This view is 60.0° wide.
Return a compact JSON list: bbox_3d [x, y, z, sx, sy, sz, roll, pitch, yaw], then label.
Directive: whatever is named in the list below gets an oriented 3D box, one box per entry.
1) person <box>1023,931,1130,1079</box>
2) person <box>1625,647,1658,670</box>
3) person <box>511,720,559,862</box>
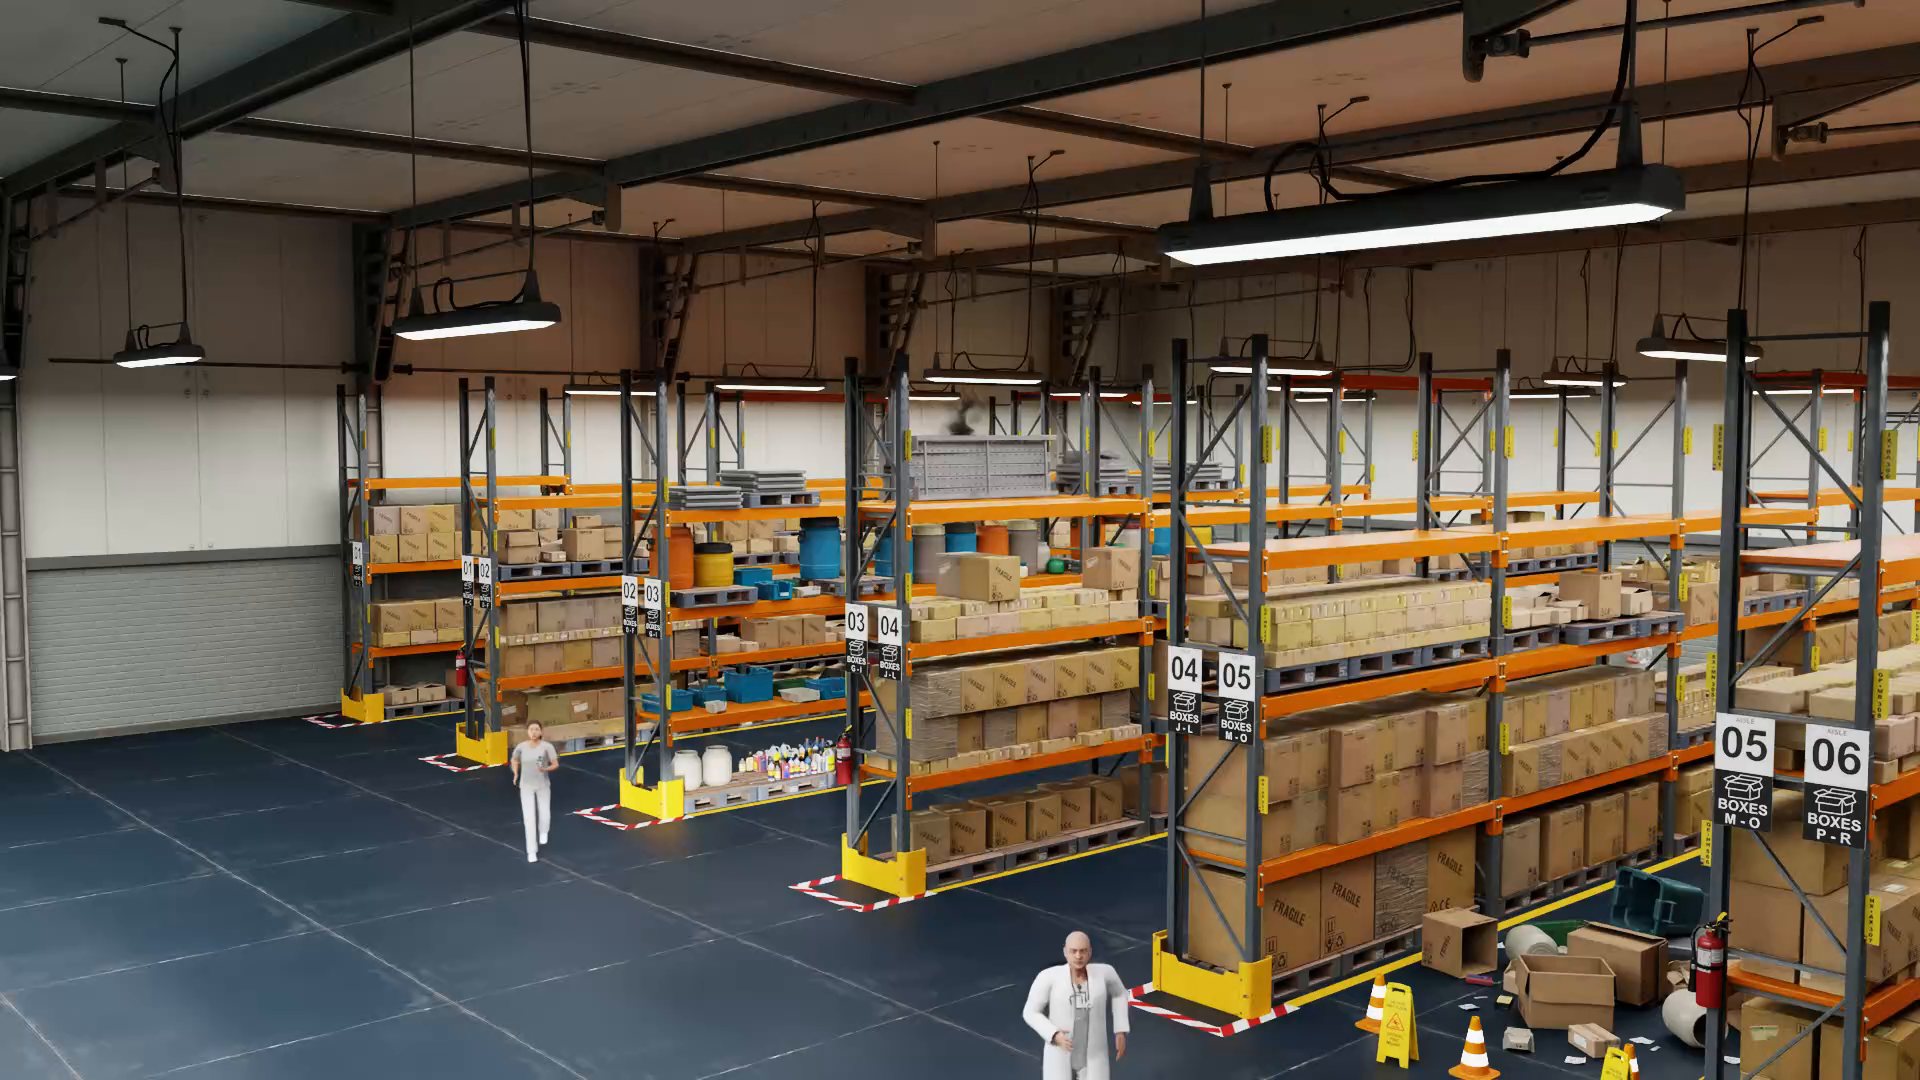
[{"bbox_3d":[0.791,3.573,11.285,0.731,1.710,0.946,0,4,-2],"label":"person"},{"bbox_3d":[12.076,2.361,29.463,0.666,1.809,0.685,0,4,-7],"label":"person"},{"bbox_3d":[-5.153,2.998,20.153,0.573,1.645,0.939,-1,4,-12],"label":"person"}]
